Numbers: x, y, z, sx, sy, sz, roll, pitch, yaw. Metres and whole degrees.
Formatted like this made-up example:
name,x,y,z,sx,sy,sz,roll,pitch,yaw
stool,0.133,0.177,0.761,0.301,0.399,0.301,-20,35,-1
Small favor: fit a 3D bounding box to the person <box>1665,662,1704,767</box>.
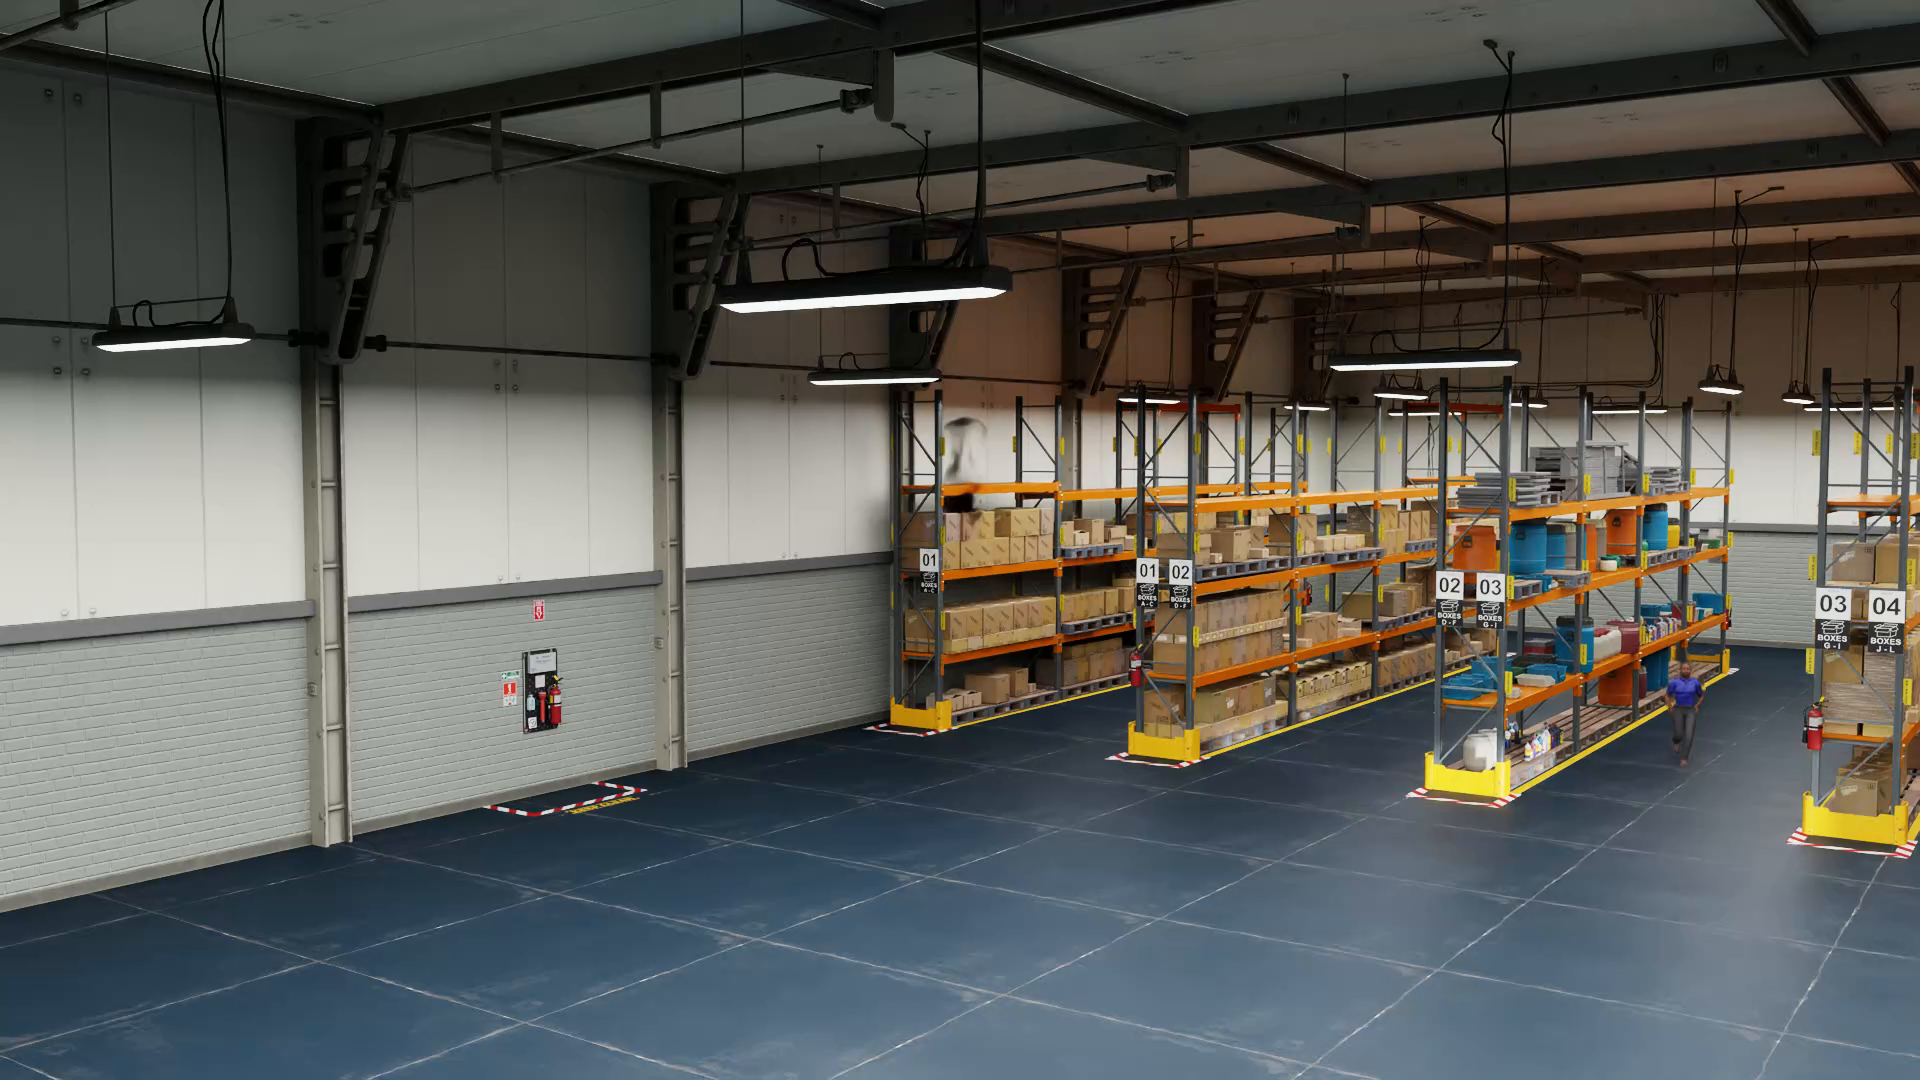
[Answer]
name,x,y,z,sx,sy,sz,roll,pitch,yaw
person,11.428,2.738,26.227,0.575,1.609,0.587,1,3,17
